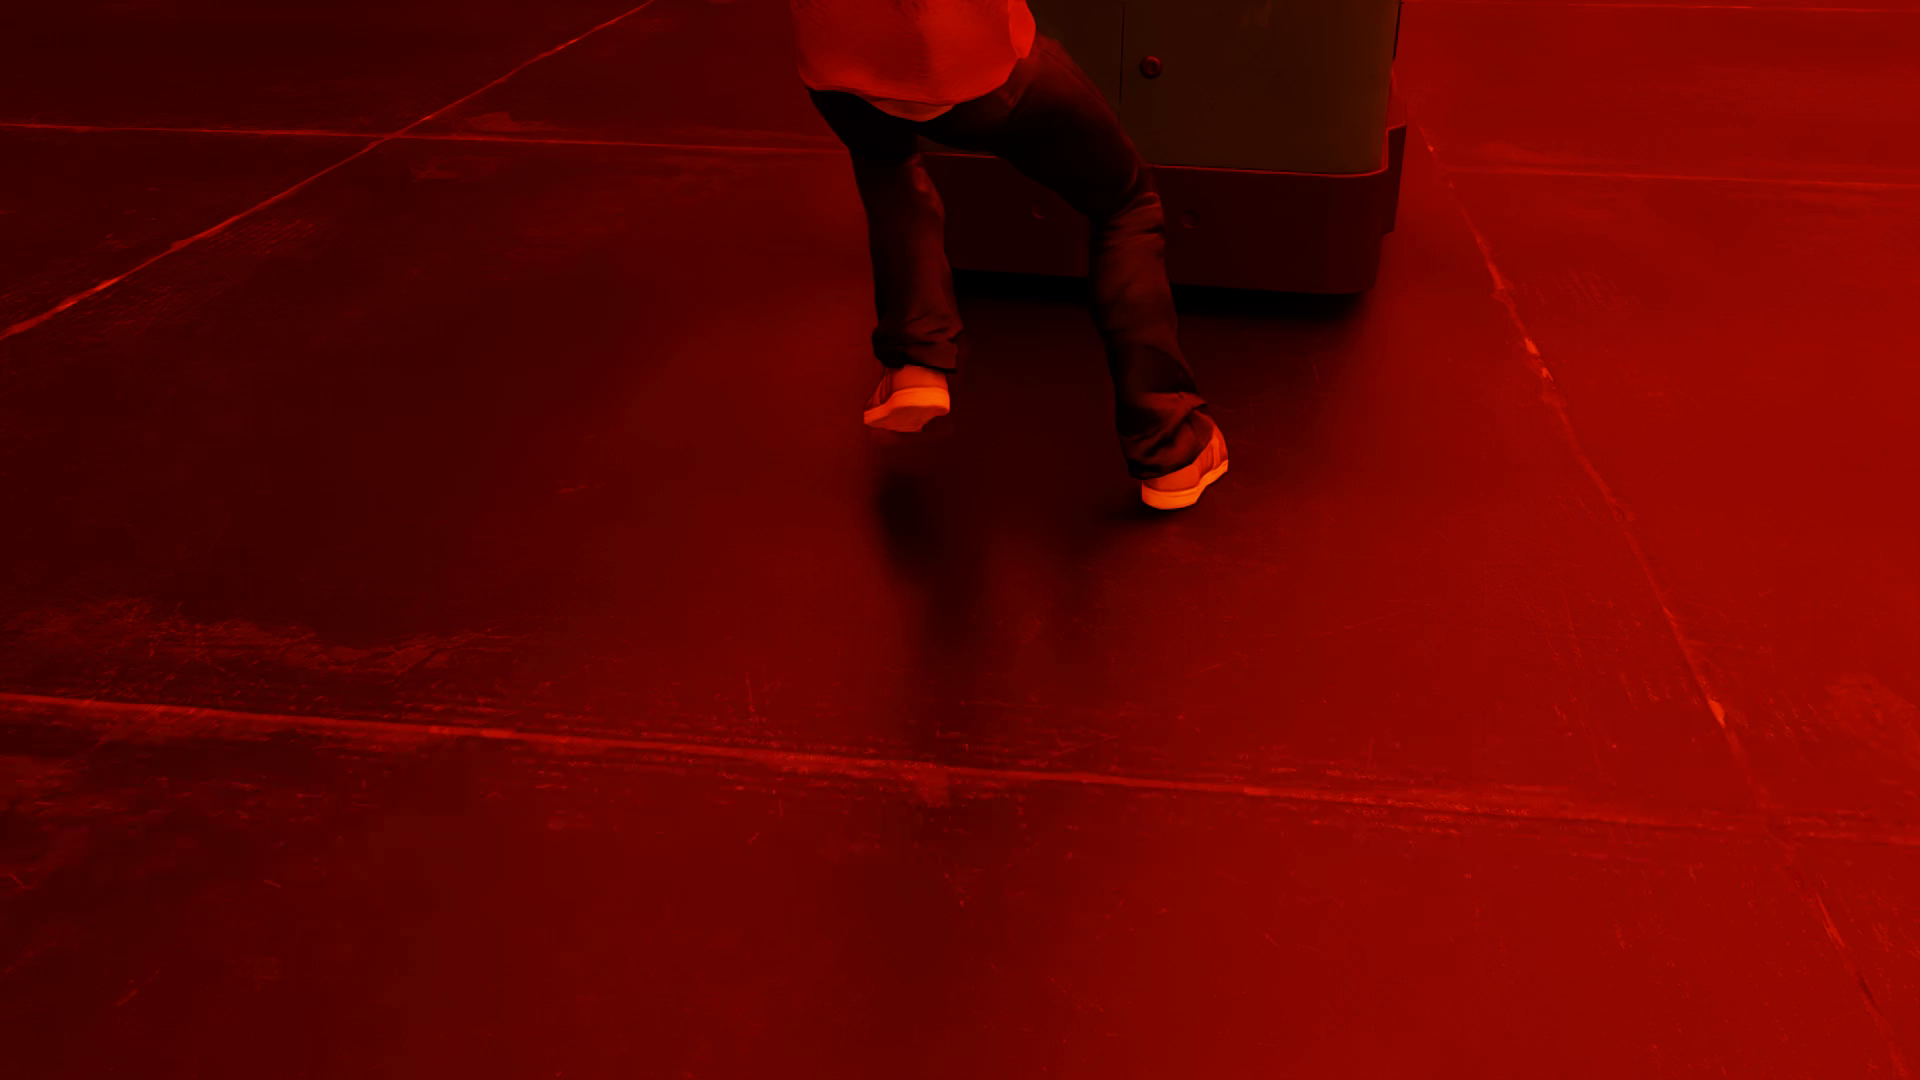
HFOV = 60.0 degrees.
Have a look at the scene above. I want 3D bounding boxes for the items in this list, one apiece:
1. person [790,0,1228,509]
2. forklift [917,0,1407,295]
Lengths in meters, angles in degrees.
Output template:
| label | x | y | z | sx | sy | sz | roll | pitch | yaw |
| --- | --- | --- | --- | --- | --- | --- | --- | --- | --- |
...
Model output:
| label | x | y | z | sx | sy | sz | roll | pitch | yaw |
| --- | --- | --- | --- | --- | --- | --- | --- | --- | --- |
| person | 0.053 | -0.767 | 2.407 | 0.718 | 1.448 | 0.606 | 12 | 29 | 22 |
| forklift | 0.652 | -2.438 | 4.103 | 1.130 | 2.935 | 3.031 | 6 | 27 | 12 |
